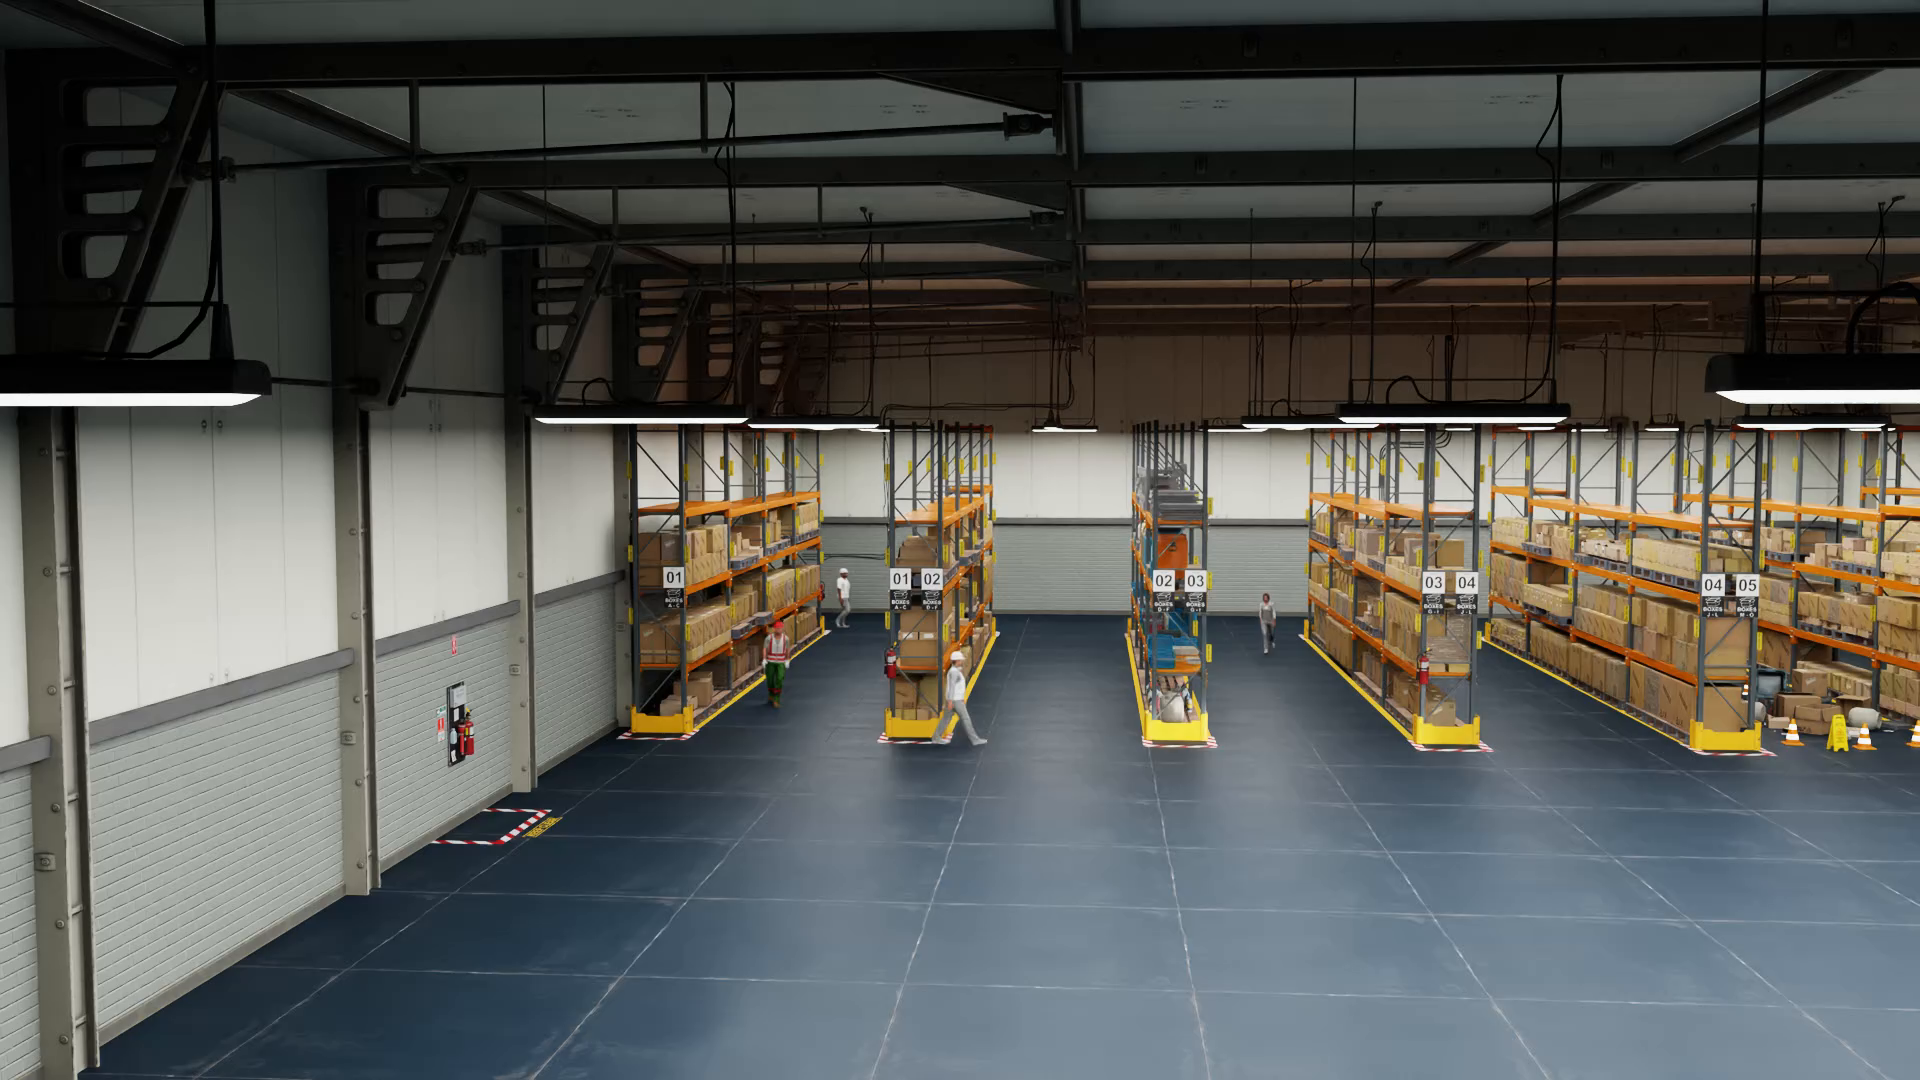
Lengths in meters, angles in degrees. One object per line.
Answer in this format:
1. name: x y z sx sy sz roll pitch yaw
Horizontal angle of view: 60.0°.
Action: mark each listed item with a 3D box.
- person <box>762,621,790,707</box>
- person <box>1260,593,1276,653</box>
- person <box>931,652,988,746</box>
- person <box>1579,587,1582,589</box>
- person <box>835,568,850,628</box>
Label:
1. person: -3.907 2.621 35.310 0.631 1.788 0.778 -1 4 -14
2. person: 8.109 2.165 43.785 0.439 1.560 0.852 1 4 13
3. person: -0.023 2.906 30.544 1.008 1.712 0.608 -1 4 -9
4. person: 16.639 2.091 44.412 0.537 1.660 0.522 0 4 5
5. person: -3.456 1.716 49.129 0.477 1.763 0.609 0 4 5
